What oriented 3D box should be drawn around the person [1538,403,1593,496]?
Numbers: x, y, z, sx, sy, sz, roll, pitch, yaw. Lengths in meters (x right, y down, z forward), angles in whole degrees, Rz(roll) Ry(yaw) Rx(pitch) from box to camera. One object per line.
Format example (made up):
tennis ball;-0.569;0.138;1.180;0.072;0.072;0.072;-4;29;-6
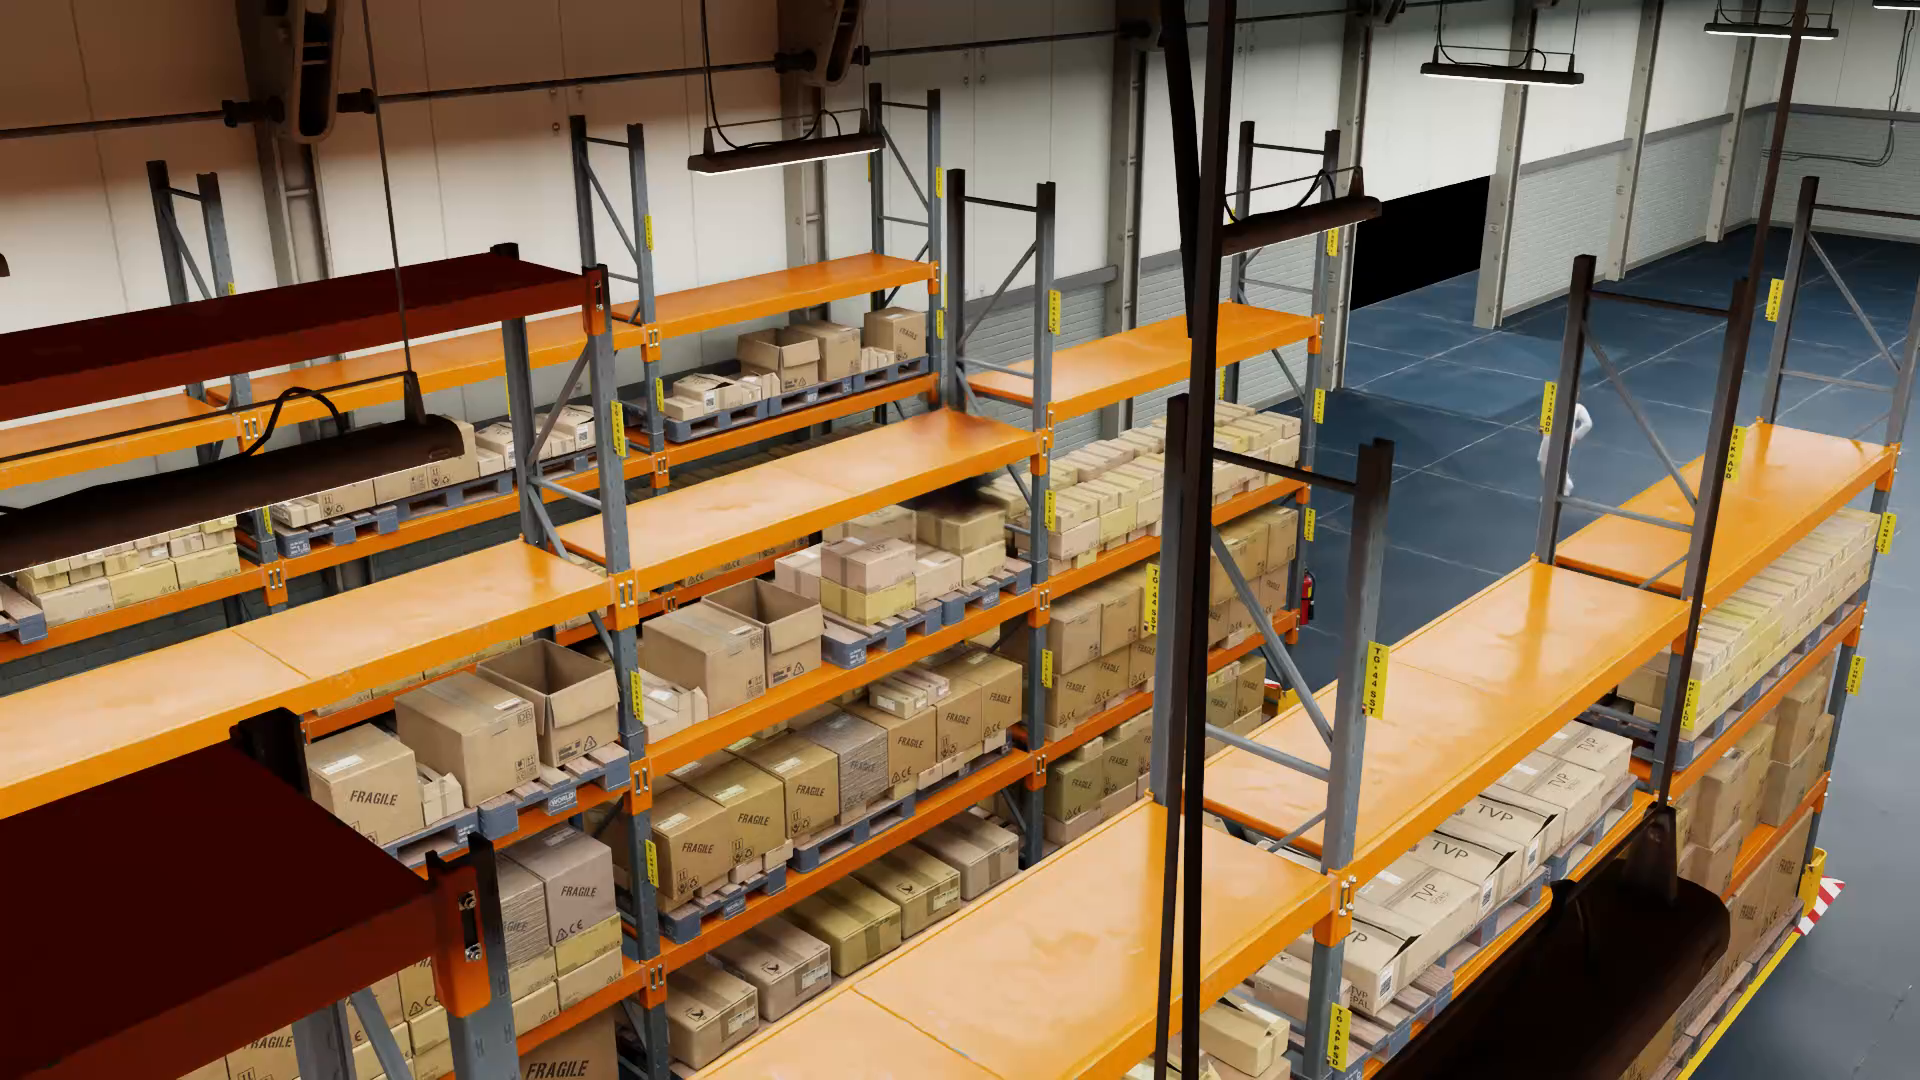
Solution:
person;8.270;-1.336;23.061;0.701;1.735;0.624;-4;22;-11
